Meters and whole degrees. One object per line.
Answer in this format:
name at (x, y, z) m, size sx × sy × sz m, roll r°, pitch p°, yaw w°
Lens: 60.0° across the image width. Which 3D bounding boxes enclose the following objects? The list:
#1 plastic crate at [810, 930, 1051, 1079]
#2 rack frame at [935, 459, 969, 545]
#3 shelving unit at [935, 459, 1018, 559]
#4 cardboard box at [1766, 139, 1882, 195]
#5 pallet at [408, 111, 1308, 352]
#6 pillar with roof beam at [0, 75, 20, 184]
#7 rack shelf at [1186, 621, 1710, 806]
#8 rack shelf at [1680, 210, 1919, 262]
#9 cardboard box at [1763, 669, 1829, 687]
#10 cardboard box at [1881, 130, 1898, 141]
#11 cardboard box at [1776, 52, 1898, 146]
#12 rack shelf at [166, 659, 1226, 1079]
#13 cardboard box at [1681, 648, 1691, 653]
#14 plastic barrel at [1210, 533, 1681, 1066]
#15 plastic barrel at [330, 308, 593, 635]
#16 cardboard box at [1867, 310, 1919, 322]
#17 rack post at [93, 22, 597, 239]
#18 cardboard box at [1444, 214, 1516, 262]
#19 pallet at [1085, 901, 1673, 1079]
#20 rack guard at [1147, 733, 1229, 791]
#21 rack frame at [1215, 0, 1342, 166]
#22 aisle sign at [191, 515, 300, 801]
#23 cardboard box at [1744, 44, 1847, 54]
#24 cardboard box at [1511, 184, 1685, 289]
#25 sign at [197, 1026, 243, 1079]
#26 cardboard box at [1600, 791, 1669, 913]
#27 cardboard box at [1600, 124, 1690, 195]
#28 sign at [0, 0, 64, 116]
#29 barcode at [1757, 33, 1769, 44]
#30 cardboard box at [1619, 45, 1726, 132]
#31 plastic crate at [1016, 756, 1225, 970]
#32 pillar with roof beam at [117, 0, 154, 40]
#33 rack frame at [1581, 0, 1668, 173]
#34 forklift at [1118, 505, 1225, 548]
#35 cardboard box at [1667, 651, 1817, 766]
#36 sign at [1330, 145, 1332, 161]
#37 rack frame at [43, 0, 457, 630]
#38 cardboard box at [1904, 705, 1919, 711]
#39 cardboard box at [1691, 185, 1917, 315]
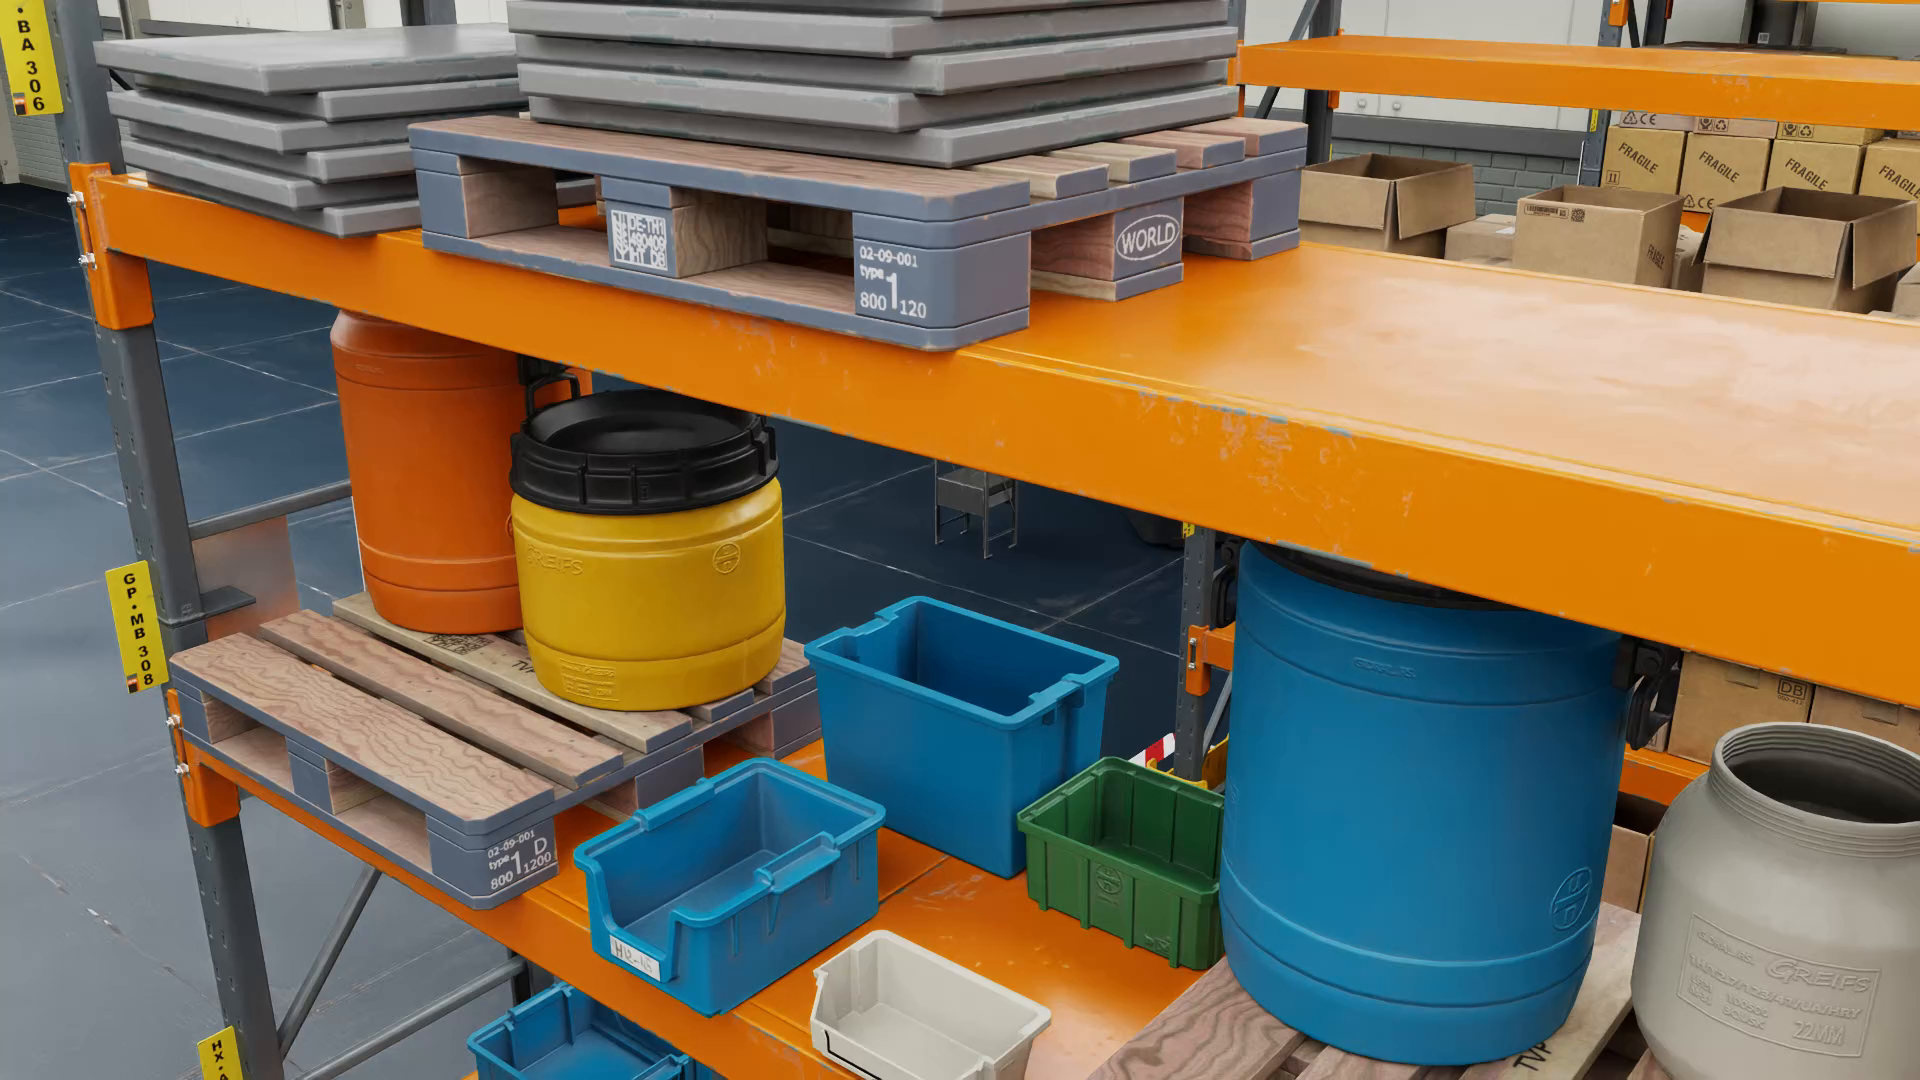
plastic crate at (-0.068, 0.838, 2.818) m, size 0.396 × 0.136 × 0.243 m, roll 16°, pitch 26°, yaw 36°
rack frame at (-0.061, -1.000, 12.844) m, size 0.015 × 2.100 × 0.400 m, roll 16°, pitch 26°, yaw 36°
shelving unit at (0.128, -0.946, 12.700) m, size 0.503 × 2.100 × 0.431 m, roll 16°, pitch 26°, yaw 36°
cardboard box at (5.496, -2.307, 10.614) m, size 0.500 × 0.500 × 0.500 m, roll 18°, pitch 27°, yaw 39°
pallet at (-0.175, -0.614, 2.878) m, size 1.213 × 0.211 × 1.003 m, roll 16°, pitch 26°, yaw 36°
pillar with roof beam at (-20.278, -9.639, 25.974) m, size 0.400 × 9.000 × 9.100 m, roll 16°, pitch 26°, yaw 36°
rack shelf at (3.016, 0.903, 7.542) m, size 4.000 × 0.370 × 1.077 m, roll 16°, pitch 26°, yaw 36°
rack shelf at (6.146, -1.856, 10.606) m, size 4.000 × 0.370 × 1.077 m, roll 16°, pitch 26°, yaw 36°
cardboard box at (3.433, 0.433, 6.709) m, size 0.250 × 0.149 × 0.380 m, roll 16°, pitch 26°, yaw 36°
cardboard box at (5.868, -2.449, 10.991) m, size 0.500 × 0.500 × 0.500 m, roll 15°, pitch 25°, yaw 34°
cardboard box at (5.502, -2.773, 10.433) m, size 0.500 × 0.500 × 0.500 m, roll 17°, pitch 26°, yaw 38°
rack shelf at (-0.118, 0.853, 3.425) m, size 4.000 × 0.370 × 1.077 m, roll 16°, pitch 26°, yaw 36°
cardboard box at (3.029, 0.318, 7.013) m, size 0.250 × 0.149 × 0.380 m, roll 17°, pitch 27°, yaw 38°
plastic barrel at (0.728, 0.280, 2.618) m, size 0.708 × 0.901 × 0.600 m, roll 16°, pitch 26°, yaw 36°
plastic barrel at (-1.211, -0.254, 4.136) m, size 0.708 × 0.830 × 0.600 m, roll 16°, pitch 26°, yaw 36°
cardboard box at (3.459, -0.730, 6.164) m, size 0.250 × 0.149 × 0.380 m, roll 16°, pitch 26°, yaw 36°
rack post at (-1.163, -0.896, 3.500) m, size 0.937 × 0.300 × 0.954 m, roll -19°, pitch 28°, yaw -41°
cardboard box at (2.526, -1.290, 7.507) m, size 0.500 × 0.250 × 0.500 m, roll 16°, pitch 26°, yaw 36°
pallet at (0.810, 0.916, 2.504) m, size 1.003 × 0.211 × 1.213 m, roll 16°, pitch 26°, yaw 36°
rack guard at (1.448, 1.284, 9.054) m, size 0.348 × 0.500 × 1.175 m, roll 16°, pitch 26°, yaw 36°
rack frame at (1.467, -2.687, 7.540) m, size 0.127 × 3.000 × 1.000 m, roll 16°, pitch 26°, yaw 36°
aisle sign at (-1.909, 0.321, 4.382) m, size 0.004 × 0.787 × 0.394 m, roll 16°, pitch 26°, yaw 36°
cardboard box at (5.525, -3.019, 11.085) m, size 0.500 × 0.500 × 0.500 m, roll 18°, pitch 27°, yaw 40°
cardboard box at (2.581, -1.147, 6.772) m, size 0.500 × 0.500 × 0.500 m, roll 16°, pitch 26°, yaw 36°
sign at (-2.019, 1.493, 4.565) m, size 0.005 × 0.325 × 0.100 m, roll 16°, pitch 26°, yaw 36°
cardboard box at (2.902, 1.375, 7.510) m, size 0.500 × 0.500 × 0.500 m, roll 16°, pitch 26°, yaw 36°
cardboard box at (4.697, -2.552, 11.262) m, size 0.500 × 0.500 × 0.500 m, roll 17°, pitch 26°, yaw 38°
sign at (-2.019, -1.087, 3.592) m, size 0.005 × 0.325 × 0.100 m, roll 16°, pitch 26°, yaw 36°
barcode at (5.463, -3.412, 11.305) m, size 0.075 × 0.075 × 0.001 m, roll 16°, pitch 26°, yaw 36°
cardboard box at (4.741, -3.010, 11.061) m, size 0.500 × 0.500 × 0.500 m, roll 14°, pitch 25°, yaw 33°
plastic crate at (0.381, 0.635, 3.283) m, size 0.450 × 0.188 × 0.336 m, roll 16°, pitch 26°, yaw 36°
pillar with roof beam at (-15.630, -8.300, 22.425) m, size 0.400 × 9.000 × 9.100 m, roll 16°, pitch 26°, yaw 36°
rack frame at (4.596, -4.042, 11.133) m, size 0.127 × 3.000 × 1.000 m, roll 16°, pitch 26°, yaw 36°
forklift at (2.859, -1.537, 13.090) m, size 3.031 × 2.935 × 1.130 m, roll -3°, pitch 21°, yaw -9°
cardboard box at (3.419, 0.639, 7.080) m, size 0.500 × 0.500 × 0.700 m, roll 17°, pitch 26°, yaw 37°
sign at (1.821, -1.806, 8.312) m, size 0.005 × 0.325 × 0.100 m, roll 16°, pitch 26°, yaw 36°
rack frame at (-1.668, -1.334, 3.952) m, size 0.127 × 3.000 × 1.000 m, roll 16°, pitch 26°, yaw 36°
cardboard box at (3.825, 0.547, 6.407) m, size 0.250 × 0.149 × 0.380 m, roll 15°, pitch 25°, yaw 35°
cardboard box at (3.370, -1.103, 6.652) m, size 0.797 × 0.503 × 0.637 m, roll -19°, pitch 28°, yaw -41°
